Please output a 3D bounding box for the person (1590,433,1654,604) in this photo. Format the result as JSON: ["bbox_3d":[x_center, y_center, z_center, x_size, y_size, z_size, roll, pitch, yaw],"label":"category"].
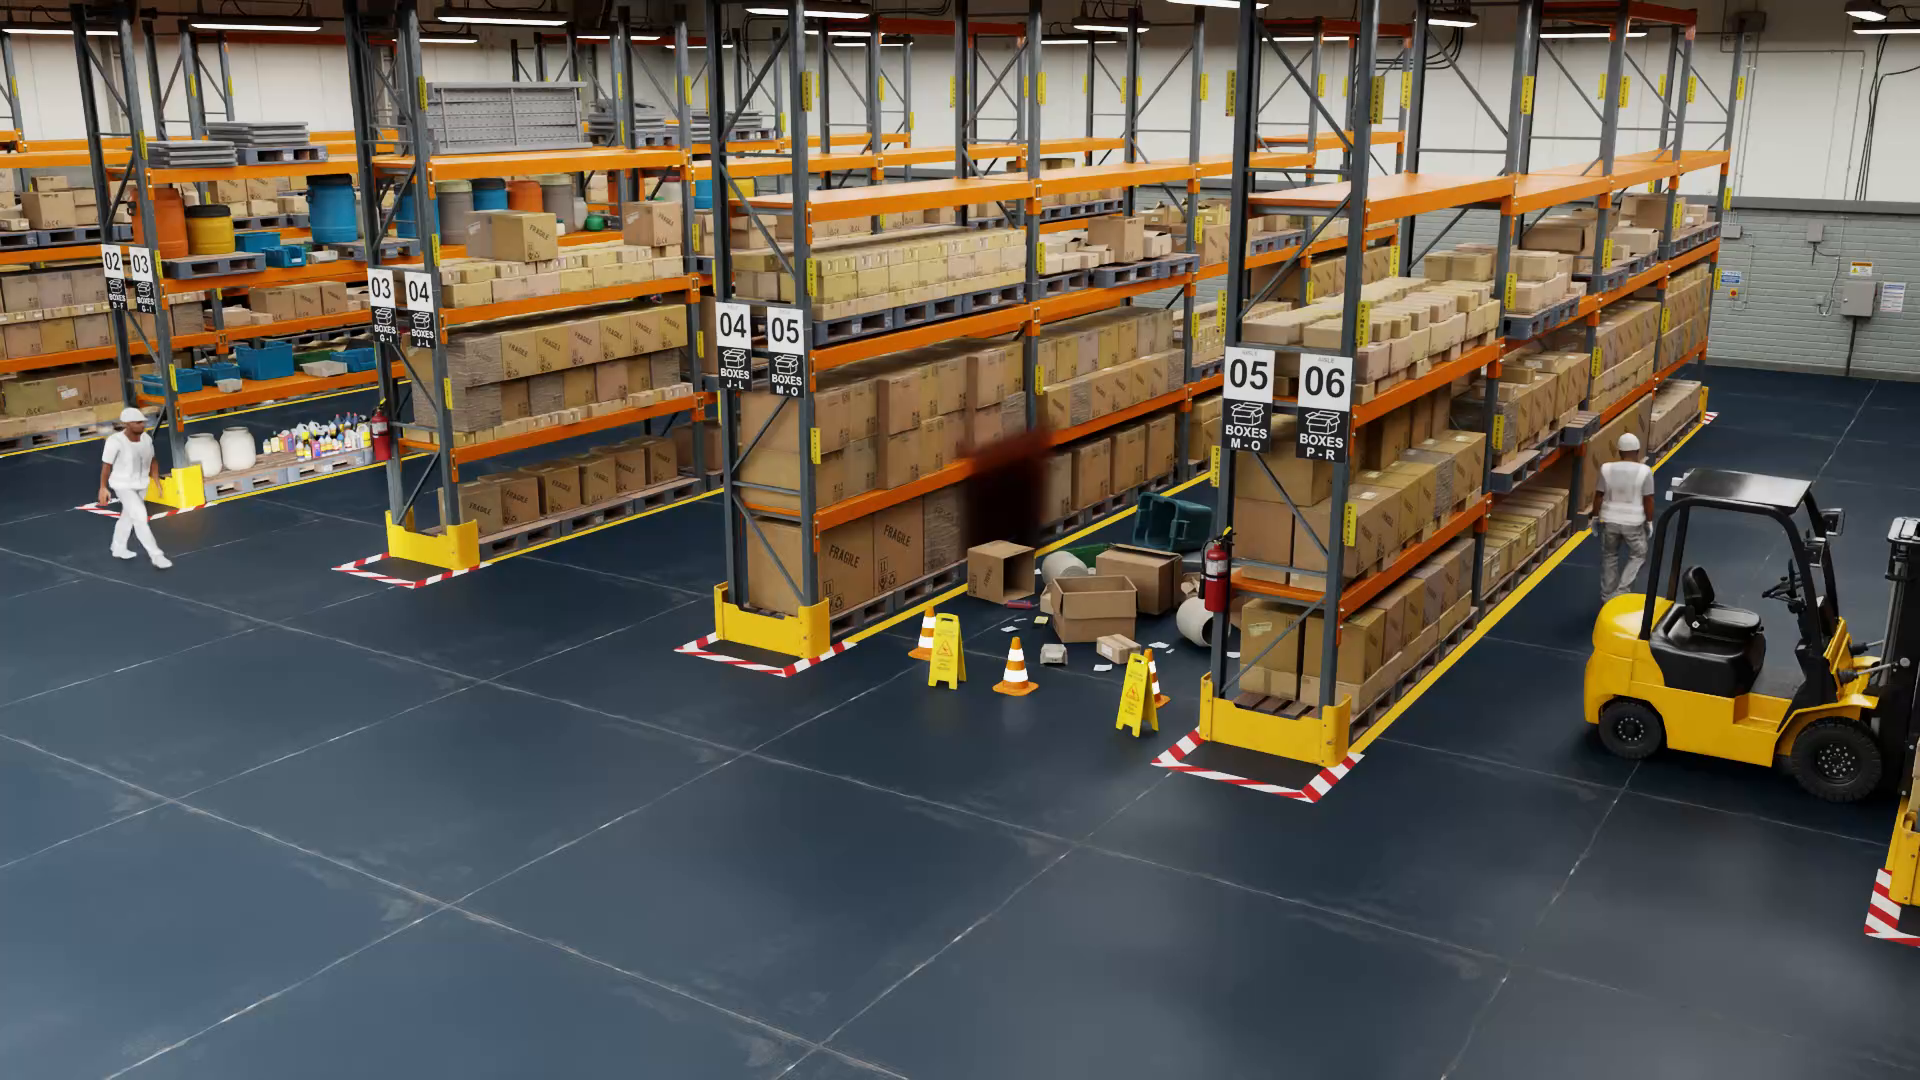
[{"bbox_3d":[6.583,-0.172,16.543,0.583,1.784,0.553,9,18,30],"label":"person"}]

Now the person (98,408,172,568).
[{"bbox_3d":[-8.958,-0.601,18.090,0.969,1.701,0.619,5,16,17],"label":"person"}]
